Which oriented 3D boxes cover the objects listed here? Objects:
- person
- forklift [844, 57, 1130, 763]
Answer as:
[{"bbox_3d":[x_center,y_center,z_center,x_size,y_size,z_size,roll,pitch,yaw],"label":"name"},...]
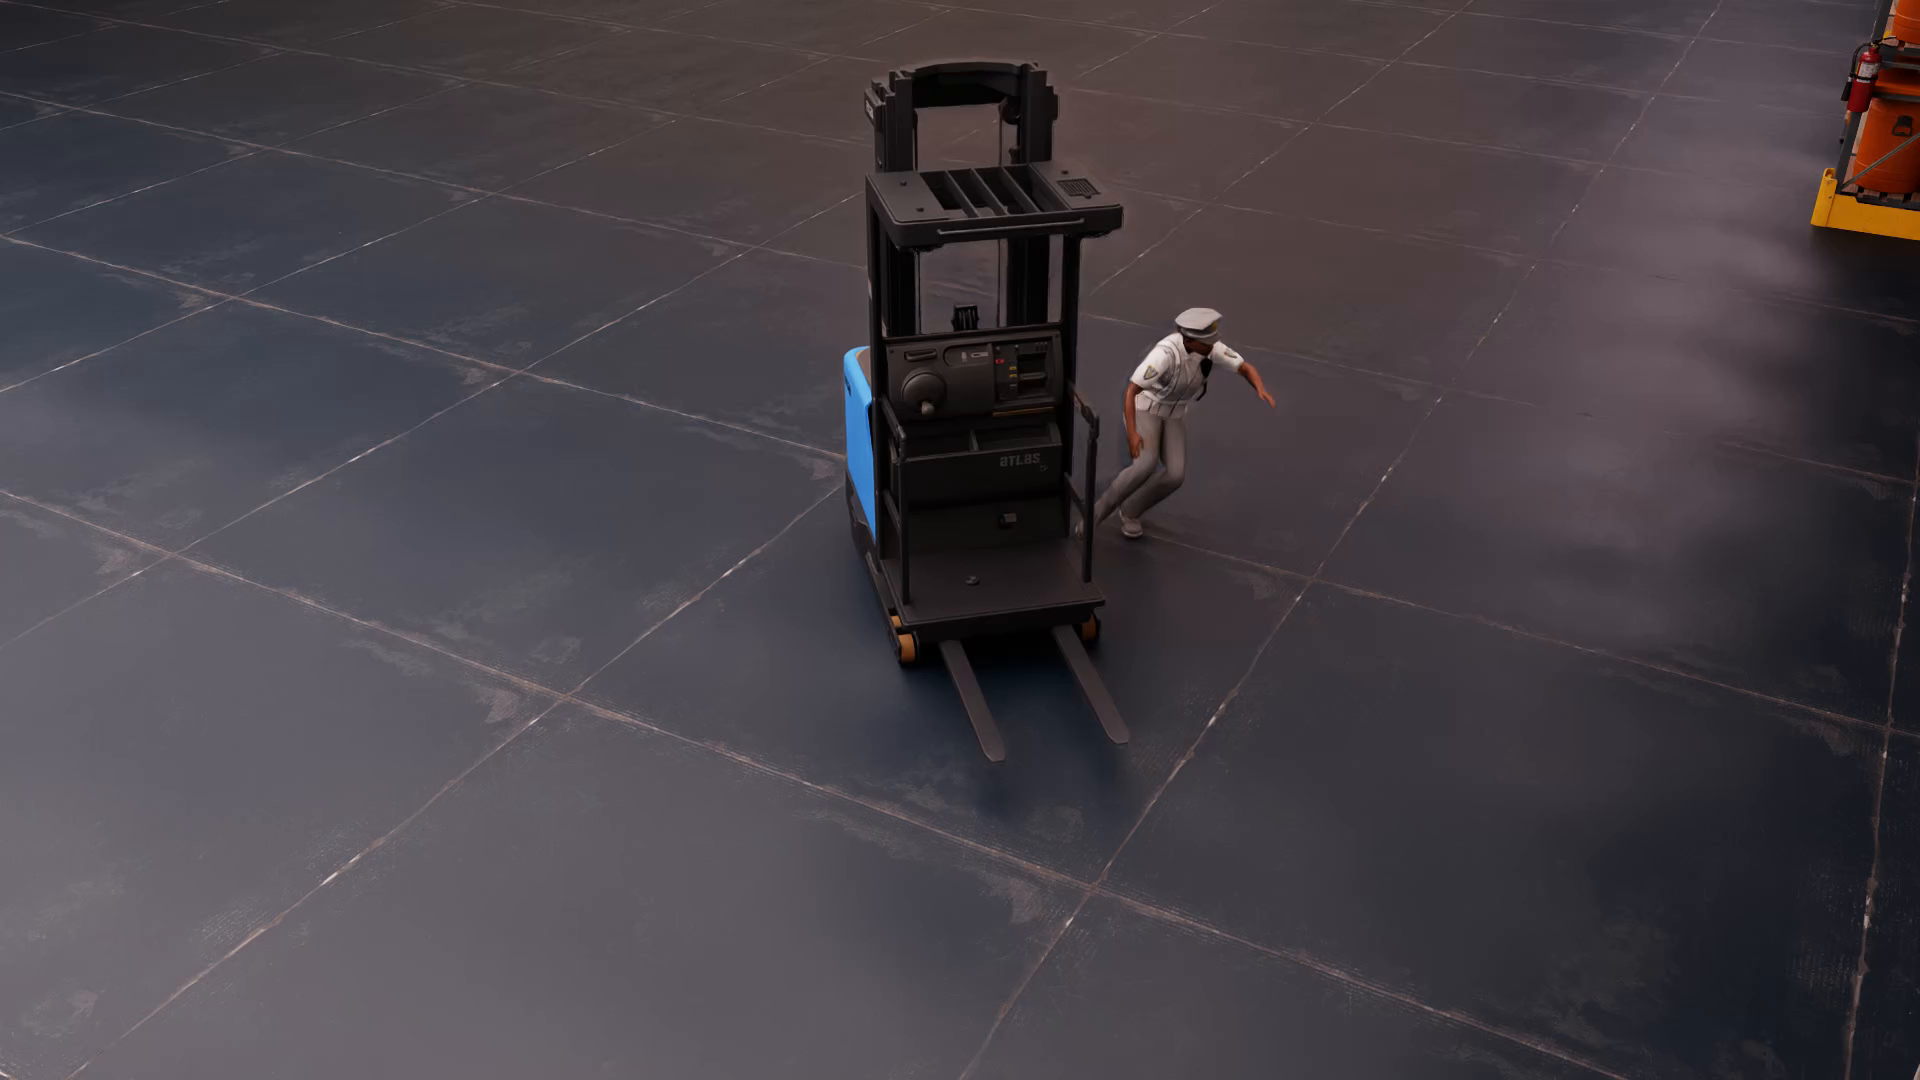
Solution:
[{"bbox_3d":[1.211,-0.621,9.653,1.095,1.416,0.900,-19,35,-29],"label":"person"},{"bbox_3d":[0.133,-0.815,8.482,1.130,2.935,3.031,-7,31,-11],"label":"forklift"}]
